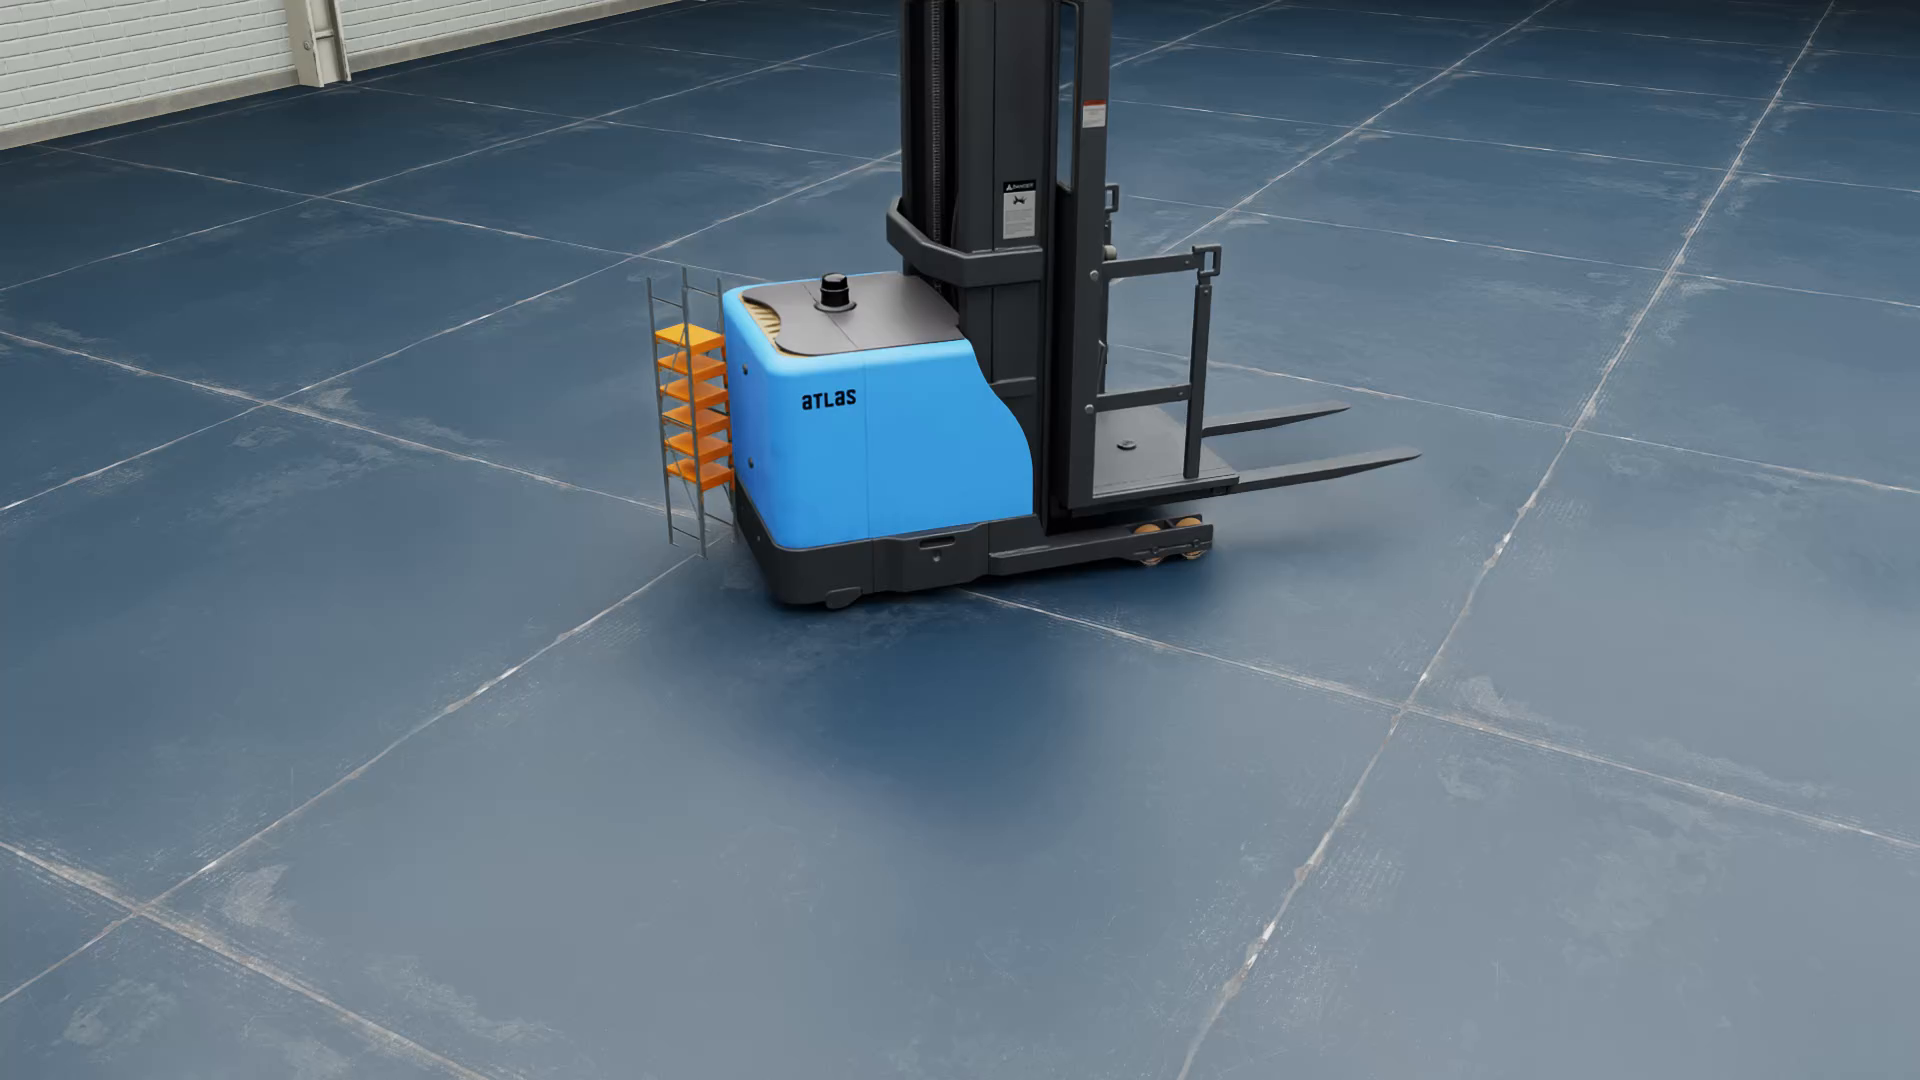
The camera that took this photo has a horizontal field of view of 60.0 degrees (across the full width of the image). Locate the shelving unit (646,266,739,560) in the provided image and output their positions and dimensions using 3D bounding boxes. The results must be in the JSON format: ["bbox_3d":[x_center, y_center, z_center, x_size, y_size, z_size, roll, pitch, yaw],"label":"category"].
[{"bbox_3d":[-1.110,-0.518,6.944,0.258,1.200,0.189,22,34,37],"label":"shelving unit"}]

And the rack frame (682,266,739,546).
[{"bbox_3d":[-1.048,-0.549,7.005,0.240,1.200,0.006,22,34,37],"label":"rack frame"}]

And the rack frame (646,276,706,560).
[{"bbox_3d":[-1.171,-0.488,6.884,0.240,1.200,0.006,22,34,37],"label":"rack frame"}]

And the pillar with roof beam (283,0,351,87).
[{"bbox_3d":[-2.410,-7.515,12.210,9.100,9.000,0.400,14,30,26],"label":"pillar with roof beam"}]

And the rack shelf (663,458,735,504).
[{"bbox_3d":[-1.110,-0.264,7.072,0.258,0.103,0.180,22,34,37],"label":"rack shelf"}]

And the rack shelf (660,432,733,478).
[{"bbox_3d":[-1.110,-0.371,7.018,0.258,0.103,0.180,22,34,37],"label":"rack shelf"}]

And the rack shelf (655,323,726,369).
[{"bbox_3d":[-1.109,-0.800,6.803,0.258,0.103,0.180,22,34,37],"label":"rack shelf"}]

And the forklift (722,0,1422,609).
[{"bbox_3d":[0.556,-1.421,6.813,3.031,2.935,1.130,-9,28,-17],"label":"forklift"}]

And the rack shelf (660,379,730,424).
[{"bbox_3d":[-1.109,-0.586,6.910,0.258,0.103,0.180,22,34,37],"label":"rack shelf"}]

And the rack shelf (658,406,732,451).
[{"bbox_3d":[-1.110,-0.478,6.964,0.258,0.103,0.180,22,34,37],"label":"rack shelf"}]

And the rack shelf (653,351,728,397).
[{"bbox_3d":[-1.109,-0.693,6.857,0.258,0.103,0.180,22,34,37],"label":"rack shelf"}]
